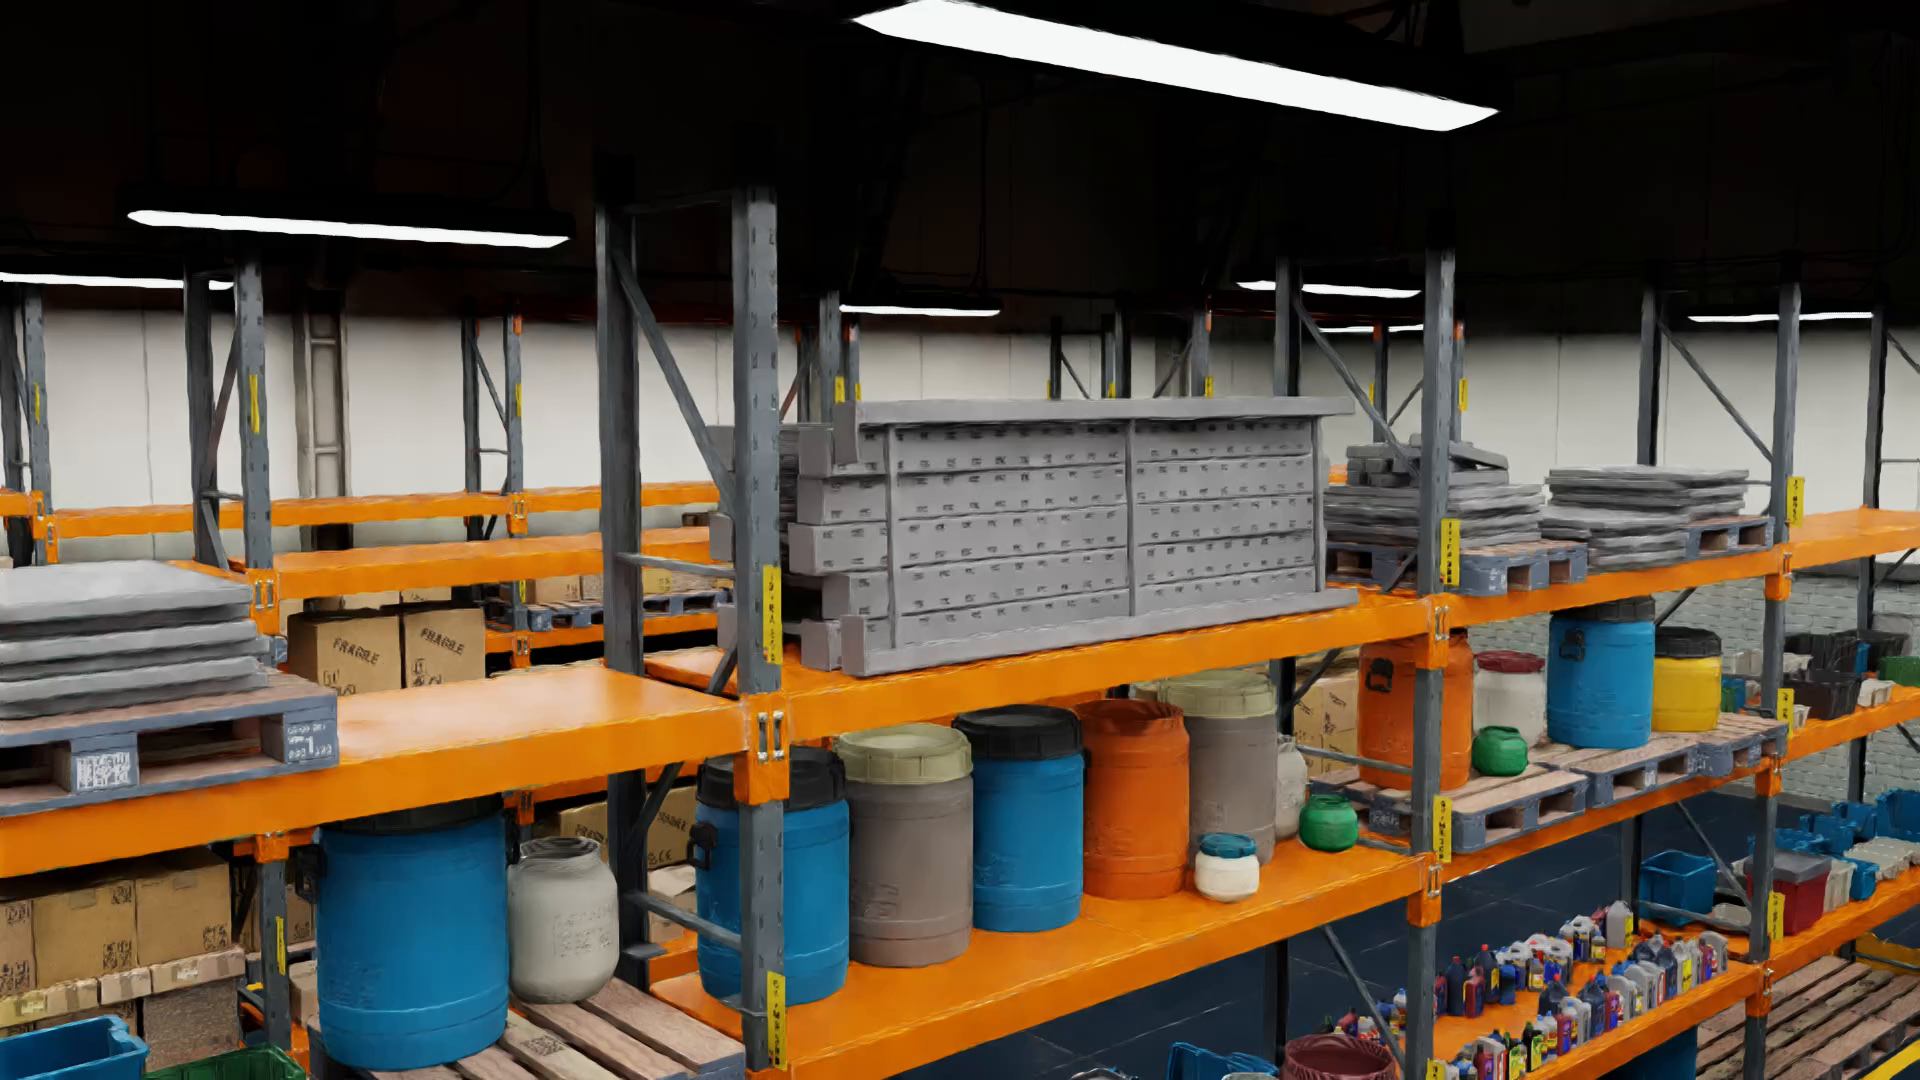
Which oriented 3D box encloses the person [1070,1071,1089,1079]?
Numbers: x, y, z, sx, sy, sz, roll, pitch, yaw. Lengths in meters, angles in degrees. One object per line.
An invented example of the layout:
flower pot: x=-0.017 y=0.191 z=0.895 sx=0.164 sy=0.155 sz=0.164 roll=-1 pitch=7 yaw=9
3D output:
person: x=0.710 y=3.564 z=8.380 sx=1.049 sy=1.635 sz=0.636 roll=-2 pitch=6 yaw=-20
